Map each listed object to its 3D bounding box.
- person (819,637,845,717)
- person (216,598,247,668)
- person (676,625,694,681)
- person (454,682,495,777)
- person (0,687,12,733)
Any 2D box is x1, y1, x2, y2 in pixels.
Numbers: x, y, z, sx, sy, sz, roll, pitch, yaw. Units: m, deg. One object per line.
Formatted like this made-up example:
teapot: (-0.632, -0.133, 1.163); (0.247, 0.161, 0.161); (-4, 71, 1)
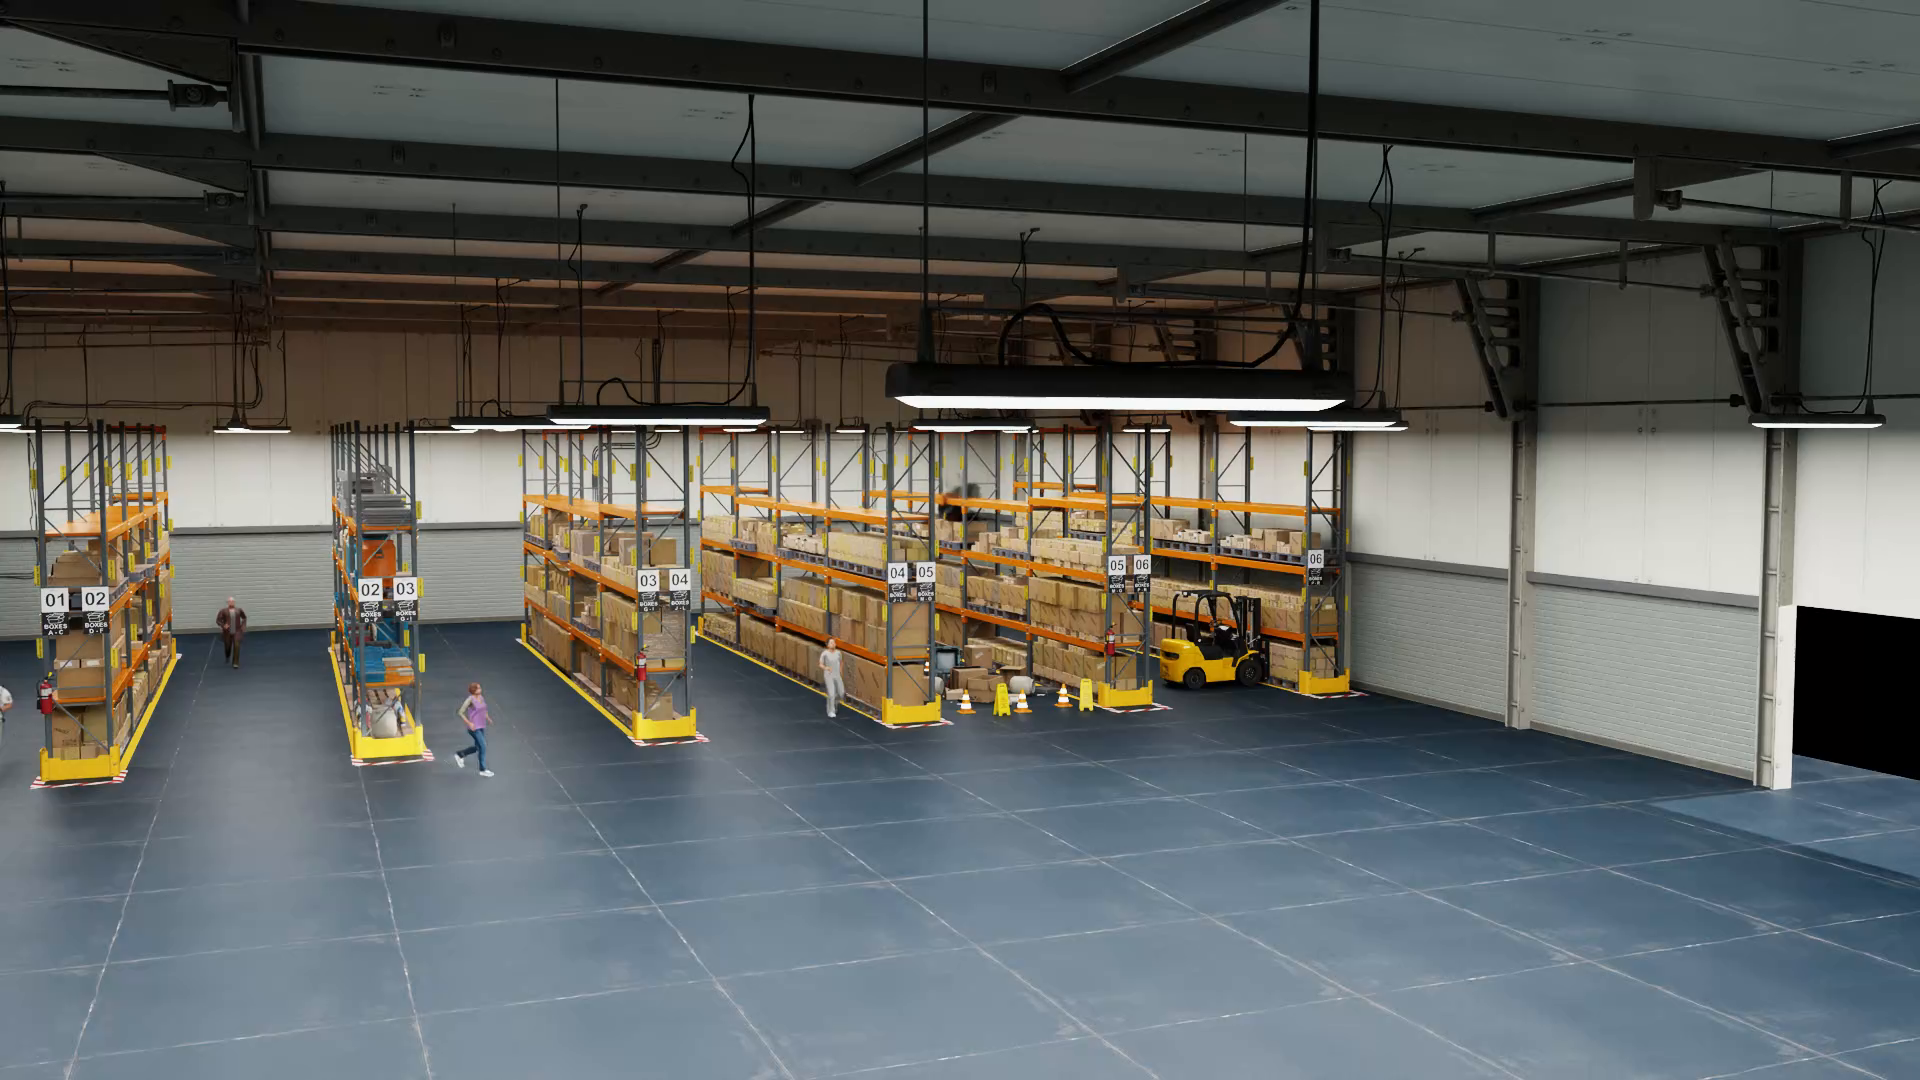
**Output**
person: (-2.574, 2.837, 33.779); (0.557, 1.532, 0.564); (-2, 4, -27)
person: (-17.976, 2.287, 41.090); (0.720, 1.733, 0.826); (-2, 4, -29)
person: (-6.471, 2.489, 38.908); (0.582, 1.678, 0.673); (-2, 4, -26)
person: (-8.215, 3.182, 28.043); (0.786, 1.587, 0.561); (1, 4, 15)
person: (-16.372, 3.109, 28.084); (0.660, 1.839, 0.815); (-2, 4, -27)
